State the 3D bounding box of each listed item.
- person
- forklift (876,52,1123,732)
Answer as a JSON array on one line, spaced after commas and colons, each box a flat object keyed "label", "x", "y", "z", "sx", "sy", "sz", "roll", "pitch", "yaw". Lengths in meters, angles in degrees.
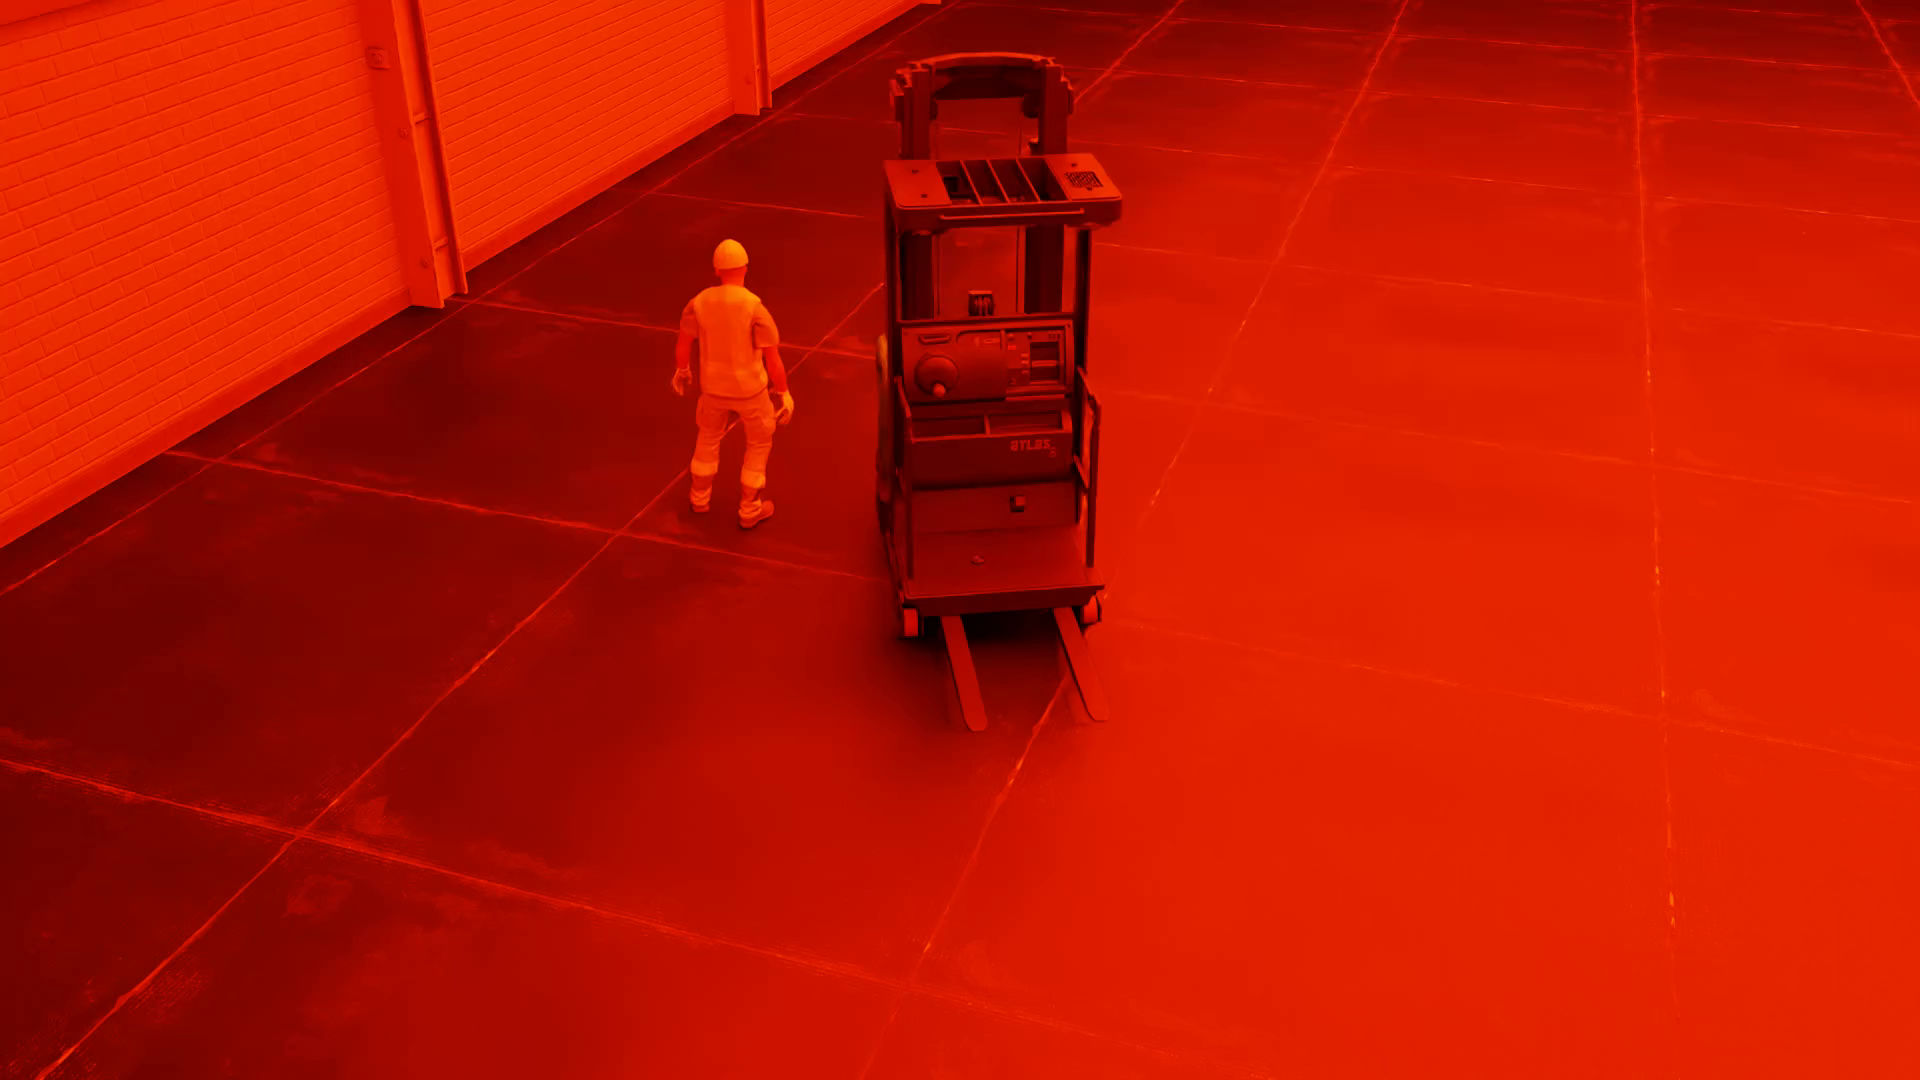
[{"label": "person", "x": -1.347, "y": -0.938, "z": 9.973, "sx": 0.819, "sy": 1.753, "sz": 0.423, "roll": 9, "pitch": 31, "yaw": 15}, {"label": "forklift", "x": 0.183, "y": -0.922, "z": 8.753, "sx": 1.130, "sy": 2.935, "sz": 3.031, "roll": -4, "pitch": 30, "yaw": -7}]
